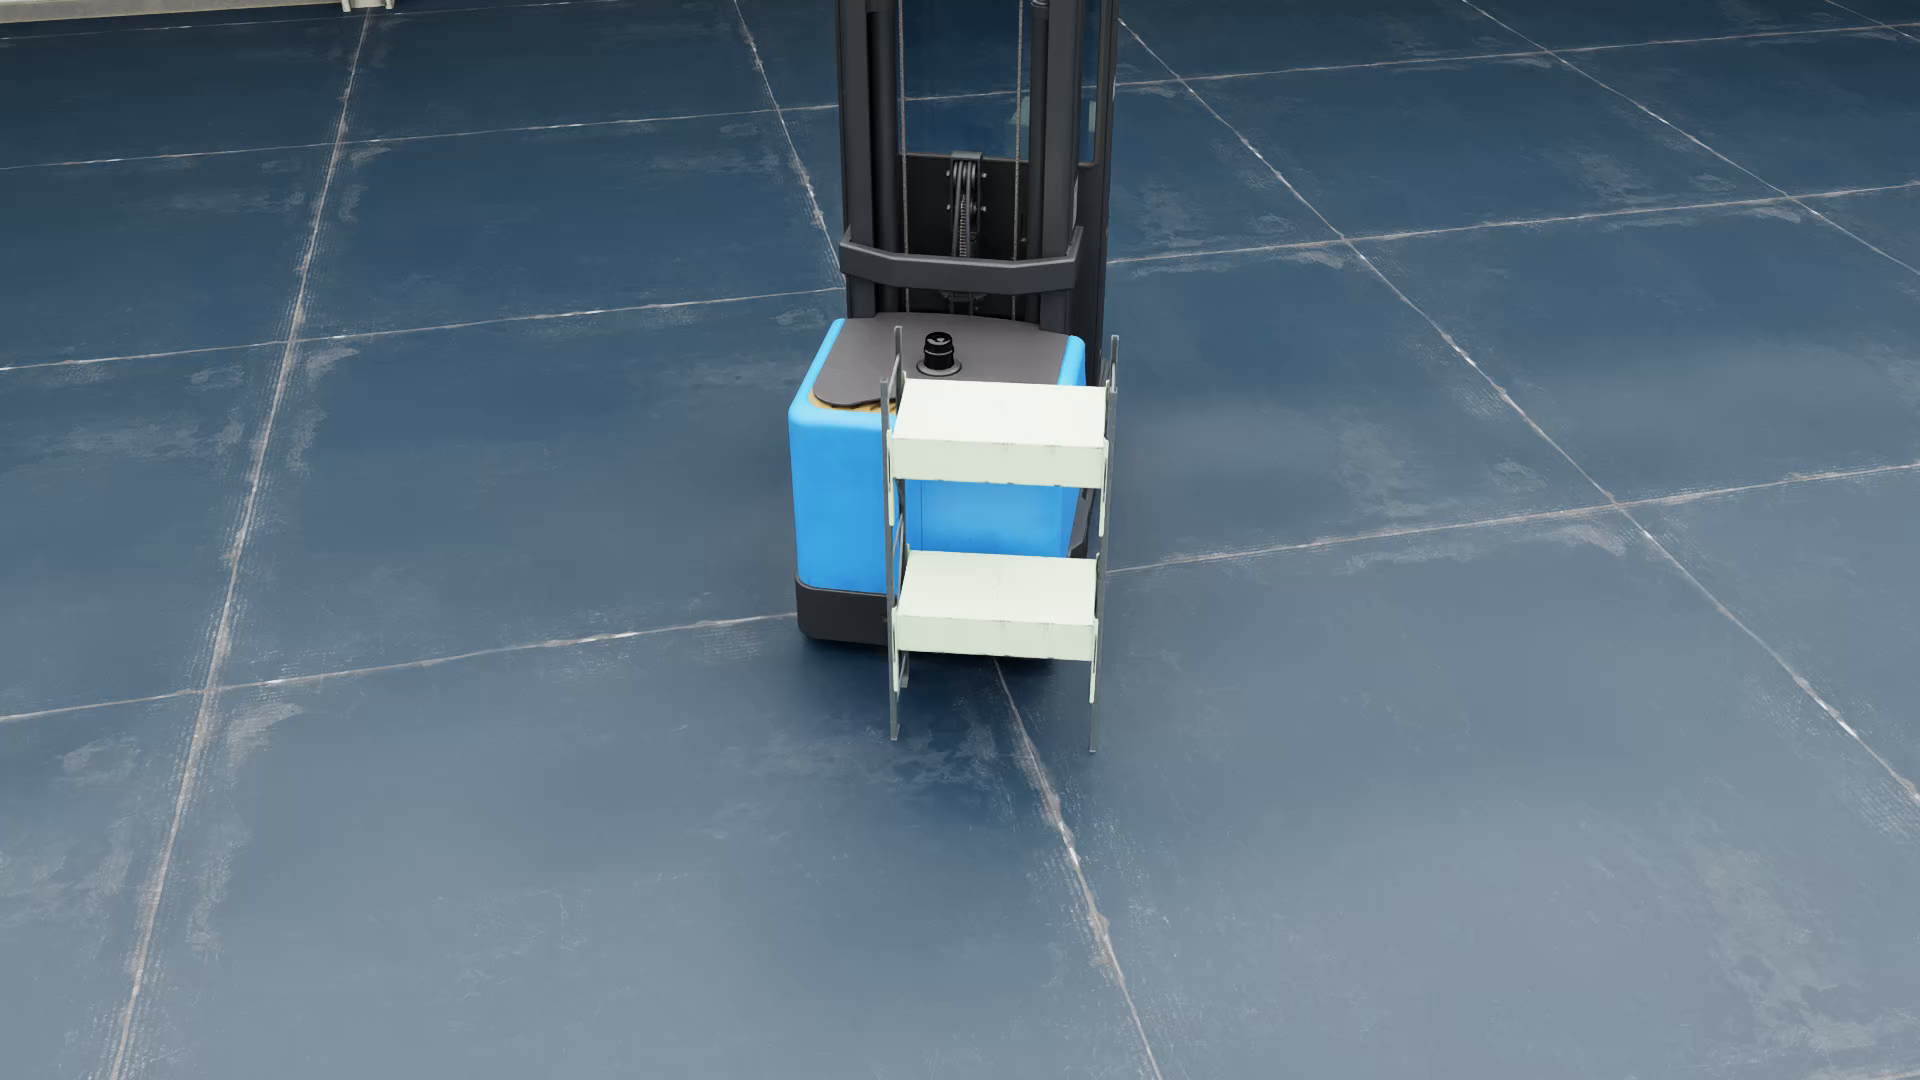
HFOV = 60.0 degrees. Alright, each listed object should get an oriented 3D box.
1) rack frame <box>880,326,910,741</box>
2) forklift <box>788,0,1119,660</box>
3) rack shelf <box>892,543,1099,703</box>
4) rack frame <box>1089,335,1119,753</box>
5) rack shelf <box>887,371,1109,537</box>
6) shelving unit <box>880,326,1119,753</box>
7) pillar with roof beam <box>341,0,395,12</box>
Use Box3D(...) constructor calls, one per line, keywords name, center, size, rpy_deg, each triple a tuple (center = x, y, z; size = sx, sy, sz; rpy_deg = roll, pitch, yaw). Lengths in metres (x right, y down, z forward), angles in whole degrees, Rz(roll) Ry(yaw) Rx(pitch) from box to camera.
Box3D(name="rack frame", center=(-0.226, 0.009, 5.891), size=(0.023, 1.500, 0.400), rpy_deg=(3, 34, 4))
Box3D(name="forklift", center=(0.102, -1.563, 6.948), size=(1.130, 2.935, 3.031), rpy_deg=(5, 34, 8))
Box3D(name="rack shelf", center=(0.138, 0.298, 6.045), size=(0.720, 0.370, 0.431), rpy_deg=(3, 34, 4))
Box3D(name="rack frame", center=(0.503, 0.046, 5.836), size=(0.023, 1.500, 0.400), rpy_deg=(3, 34, 4))
Box3D(name="rack shelf", center=(0.138, -0.297, 5.646), size=(0.720, 0.370, 0.431), rpy_deg=(3, 34, 4))
Box3D(name="shelving unit", center=(0.138, 0.027, 5.863), size=(0.755, 1.500, 0.431), rpy_deg=(3, 34, 4))
Box3D(name="pillar with roof beam", center=(-4.000, -5.881, 7.938), size=(0.400, 9.000, 9.100), rpy_deg=(-7, 35, -11))
